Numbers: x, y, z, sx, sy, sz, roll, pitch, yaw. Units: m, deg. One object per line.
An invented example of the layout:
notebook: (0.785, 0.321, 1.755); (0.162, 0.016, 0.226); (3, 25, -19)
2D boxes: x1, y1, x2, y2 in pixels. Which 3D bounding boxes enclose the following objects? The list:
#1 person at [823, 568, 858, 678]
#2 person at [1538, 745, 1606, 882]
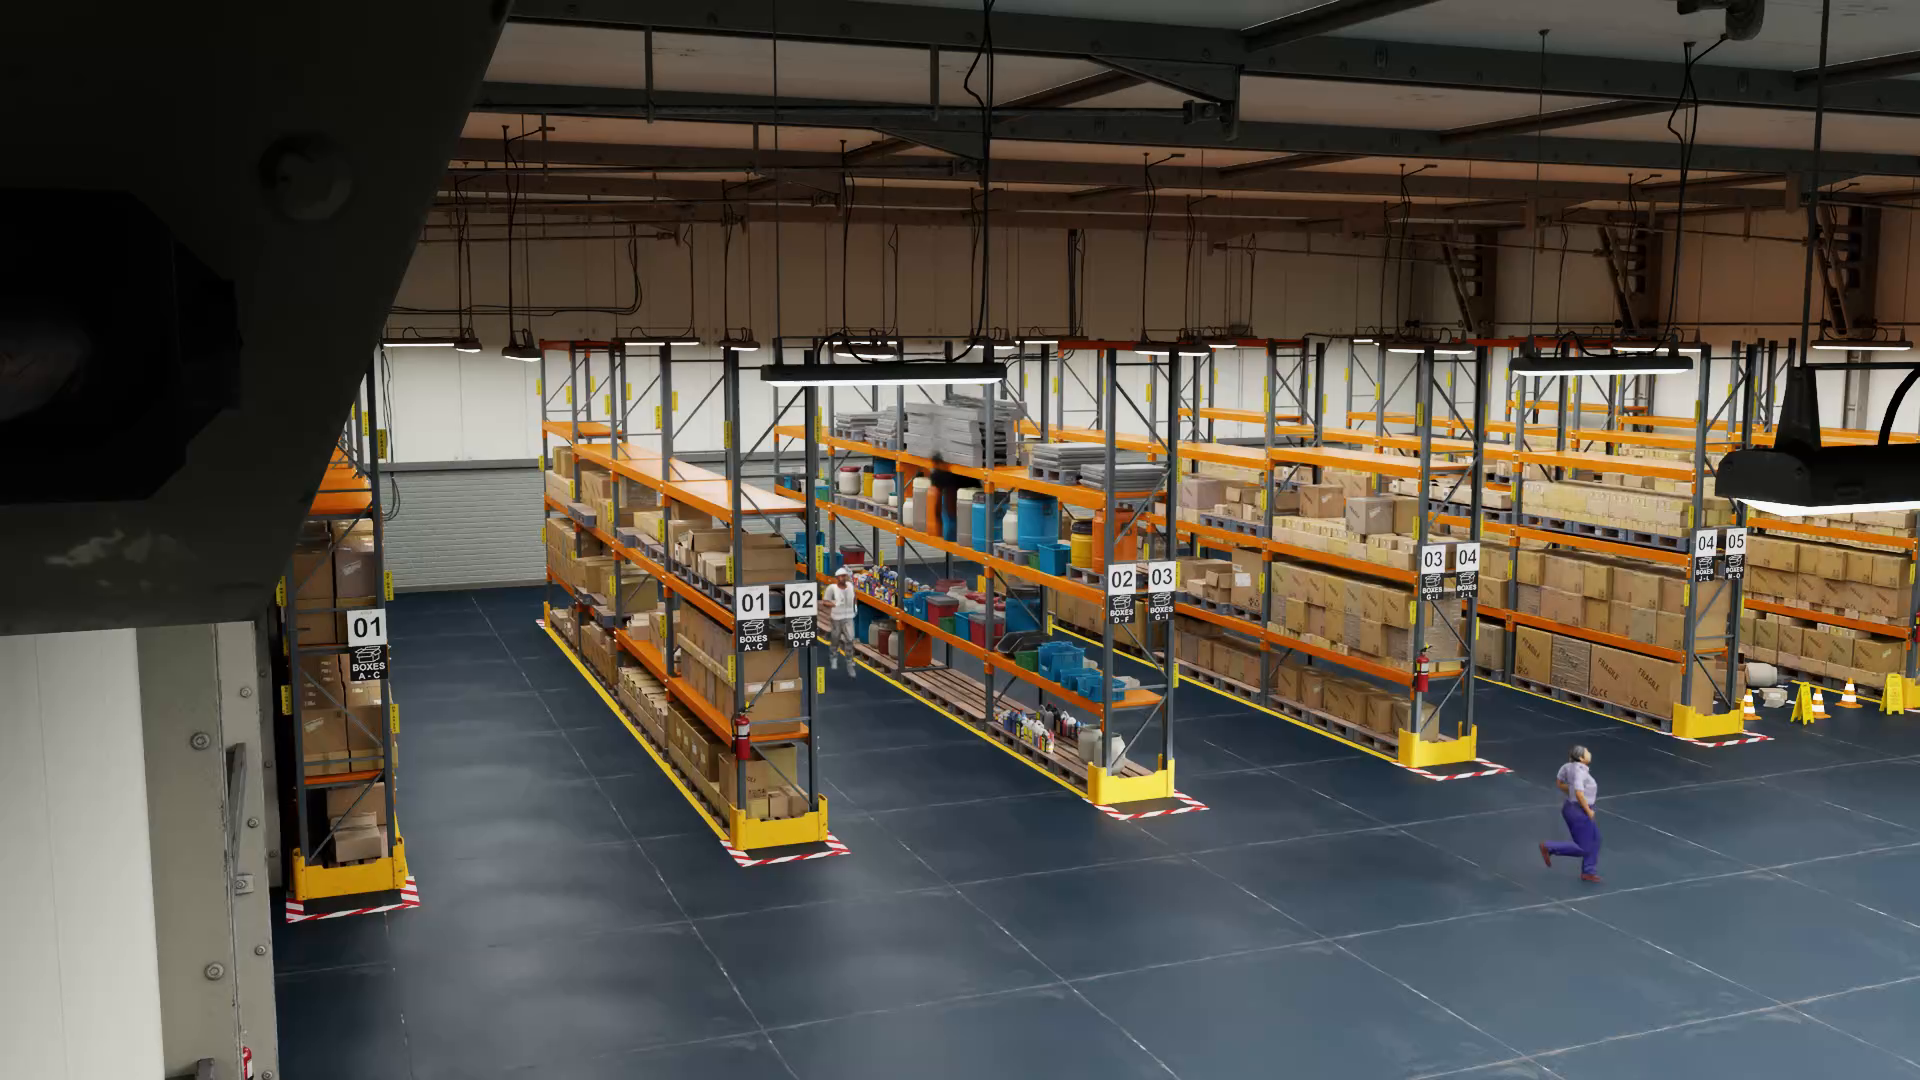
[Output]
person: (-2.050, 1.420, 28.846); (0.704, 1.892, 0.762); (-3, 8, -23)
person: (6.977, 3.114, 18.893); (0.802, 1.610, 0.602); (1, 7, 7)
